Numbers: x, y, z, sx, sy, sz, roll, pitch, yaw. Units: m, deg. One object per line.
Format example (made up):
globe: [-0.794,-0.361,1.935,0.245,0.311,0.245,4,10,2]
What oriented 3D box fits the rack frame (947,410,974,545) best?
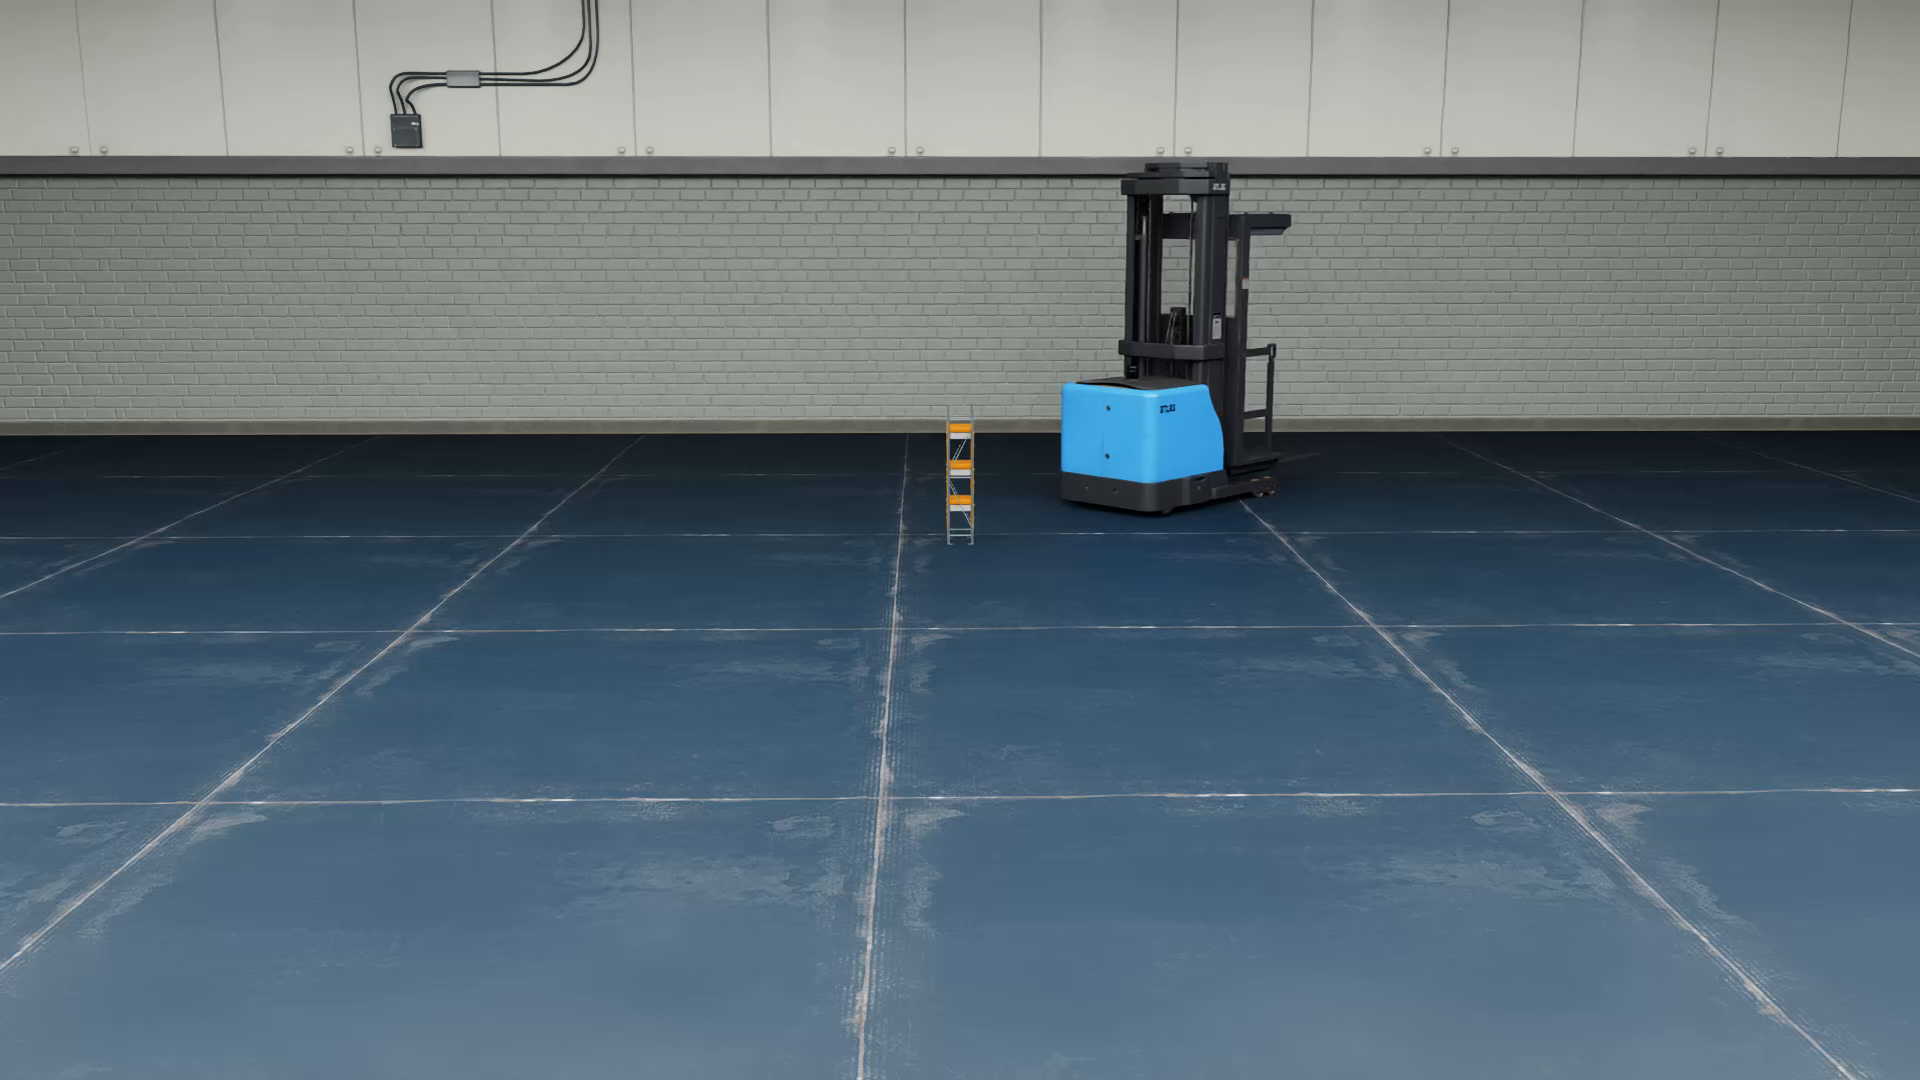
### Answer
rack frame: [0.004,-0.480,12.783,0.200,1.050,0.008,0,11,-1]

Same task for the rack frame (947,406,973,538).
rack frame: [-0.001,-0.528,13.022,0.200,1.050,0.008,0,11,-1]

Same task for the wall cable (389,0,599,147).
wall cable: [-5.099,-7.282,17.765,2.305,6.003,0.169,0,11,-1]

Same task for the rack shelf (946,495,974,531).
rack shelf: [0.001,-0.221,12.960,0.215,0.259,0.240,0,11,-1]

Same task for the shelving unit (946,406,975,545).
shelving unit: [0.001,-0.504,12.902,0.215,1.050,0.252,0,11,-1]

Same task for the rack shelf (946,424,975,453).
rack shelf: [0.001,-0.772,12.848,0.215,0.259,0.240,0,11,-1]

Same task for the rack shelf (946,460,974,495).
rack shelf: [0.001,-0.494,12.904,0.215,0.259,0.240,0,11,-1]

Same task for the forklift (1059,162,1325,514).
forklift: [2.242,-1.883,14.967,1.130,2.935,3.031,11,16,42]
